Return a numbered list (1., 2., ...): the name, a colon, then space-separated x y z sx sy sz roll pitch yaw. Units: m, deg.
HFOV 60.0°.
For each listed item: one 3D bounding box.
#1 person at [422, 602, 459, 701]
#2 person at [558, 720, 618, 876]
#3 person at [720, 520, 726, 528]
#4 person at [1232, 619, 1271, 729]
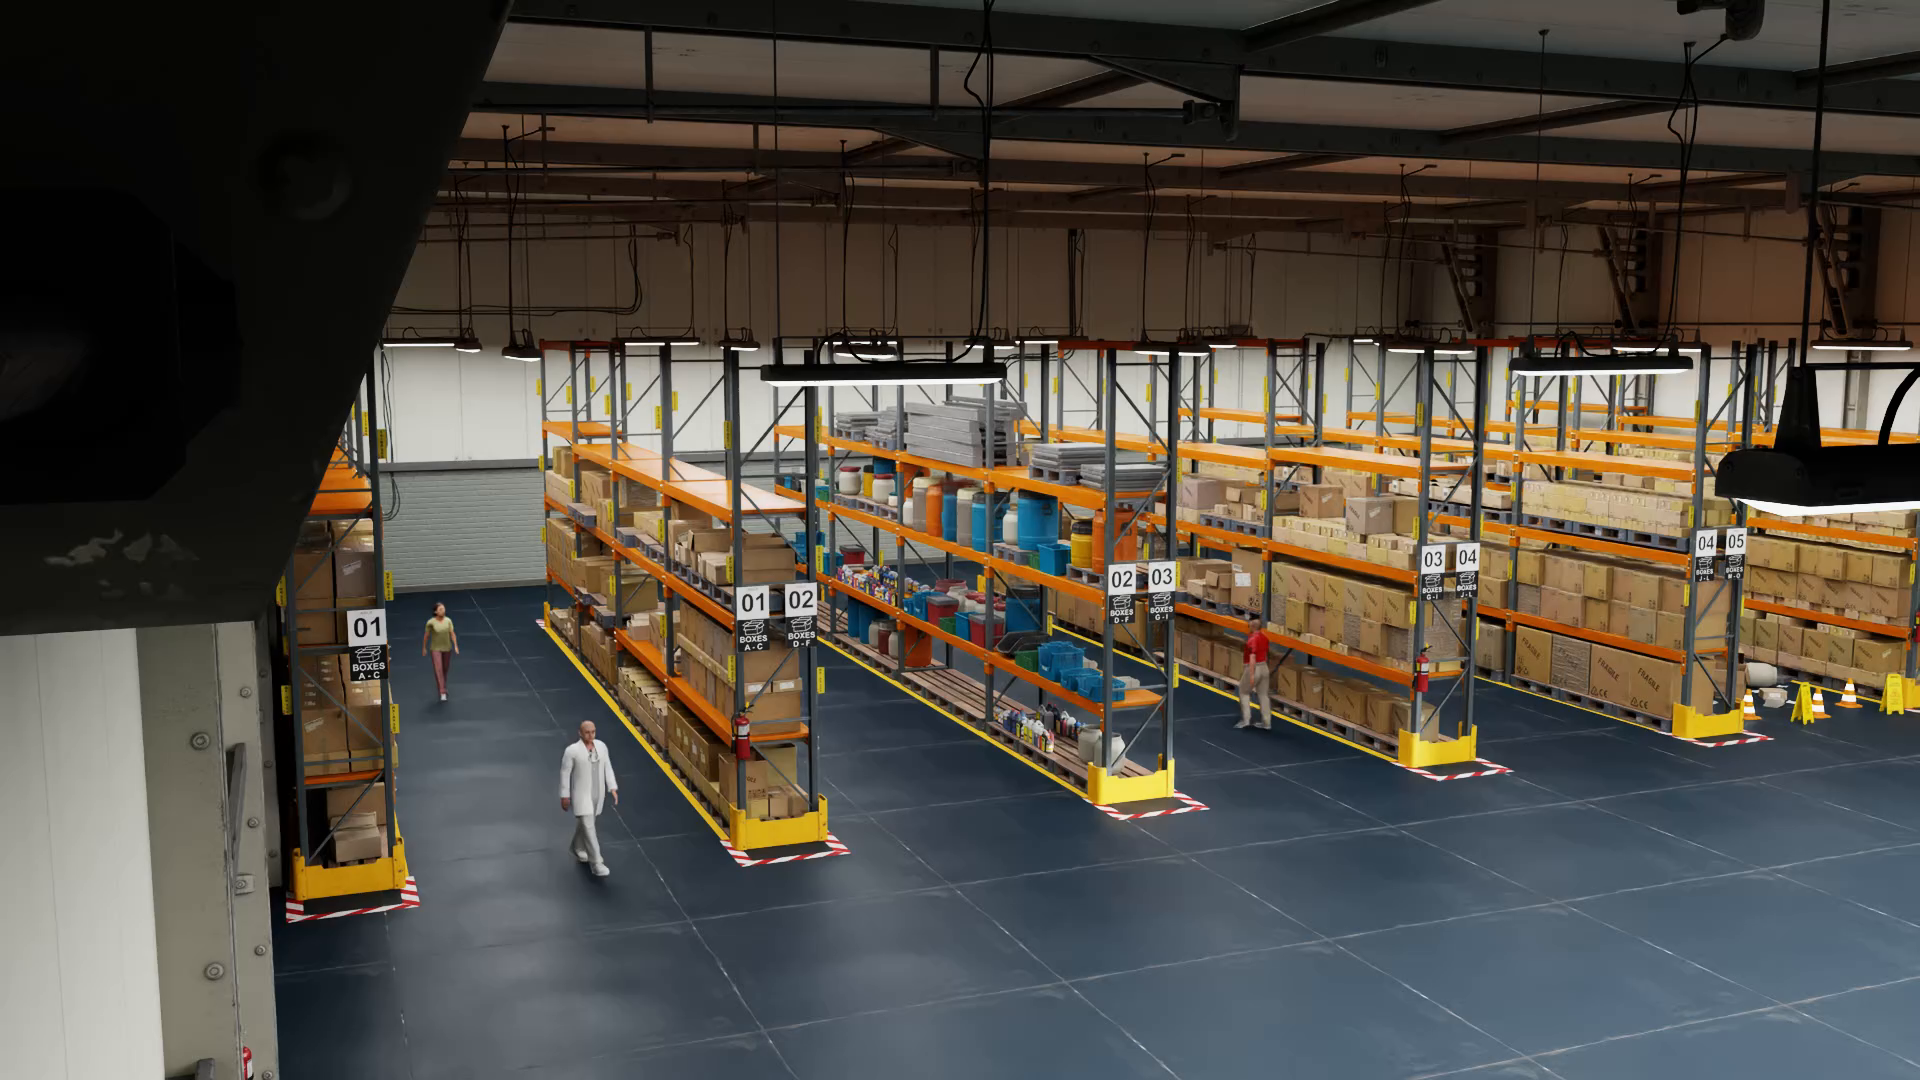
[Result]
1. person: -8.792 1.855 28.163 0.531 1.605 1.057 -5 9 -31
2. person: -4.258 2.952 19.265 1.105 1.729 0.600 6 10 40
3. person: -5.710 0.236 40.349 1.143 1.730 0.499 0 7 -3
4. person: 4.665 2.127 26.058 0.547 1.777 0.609 -5 9 -31
